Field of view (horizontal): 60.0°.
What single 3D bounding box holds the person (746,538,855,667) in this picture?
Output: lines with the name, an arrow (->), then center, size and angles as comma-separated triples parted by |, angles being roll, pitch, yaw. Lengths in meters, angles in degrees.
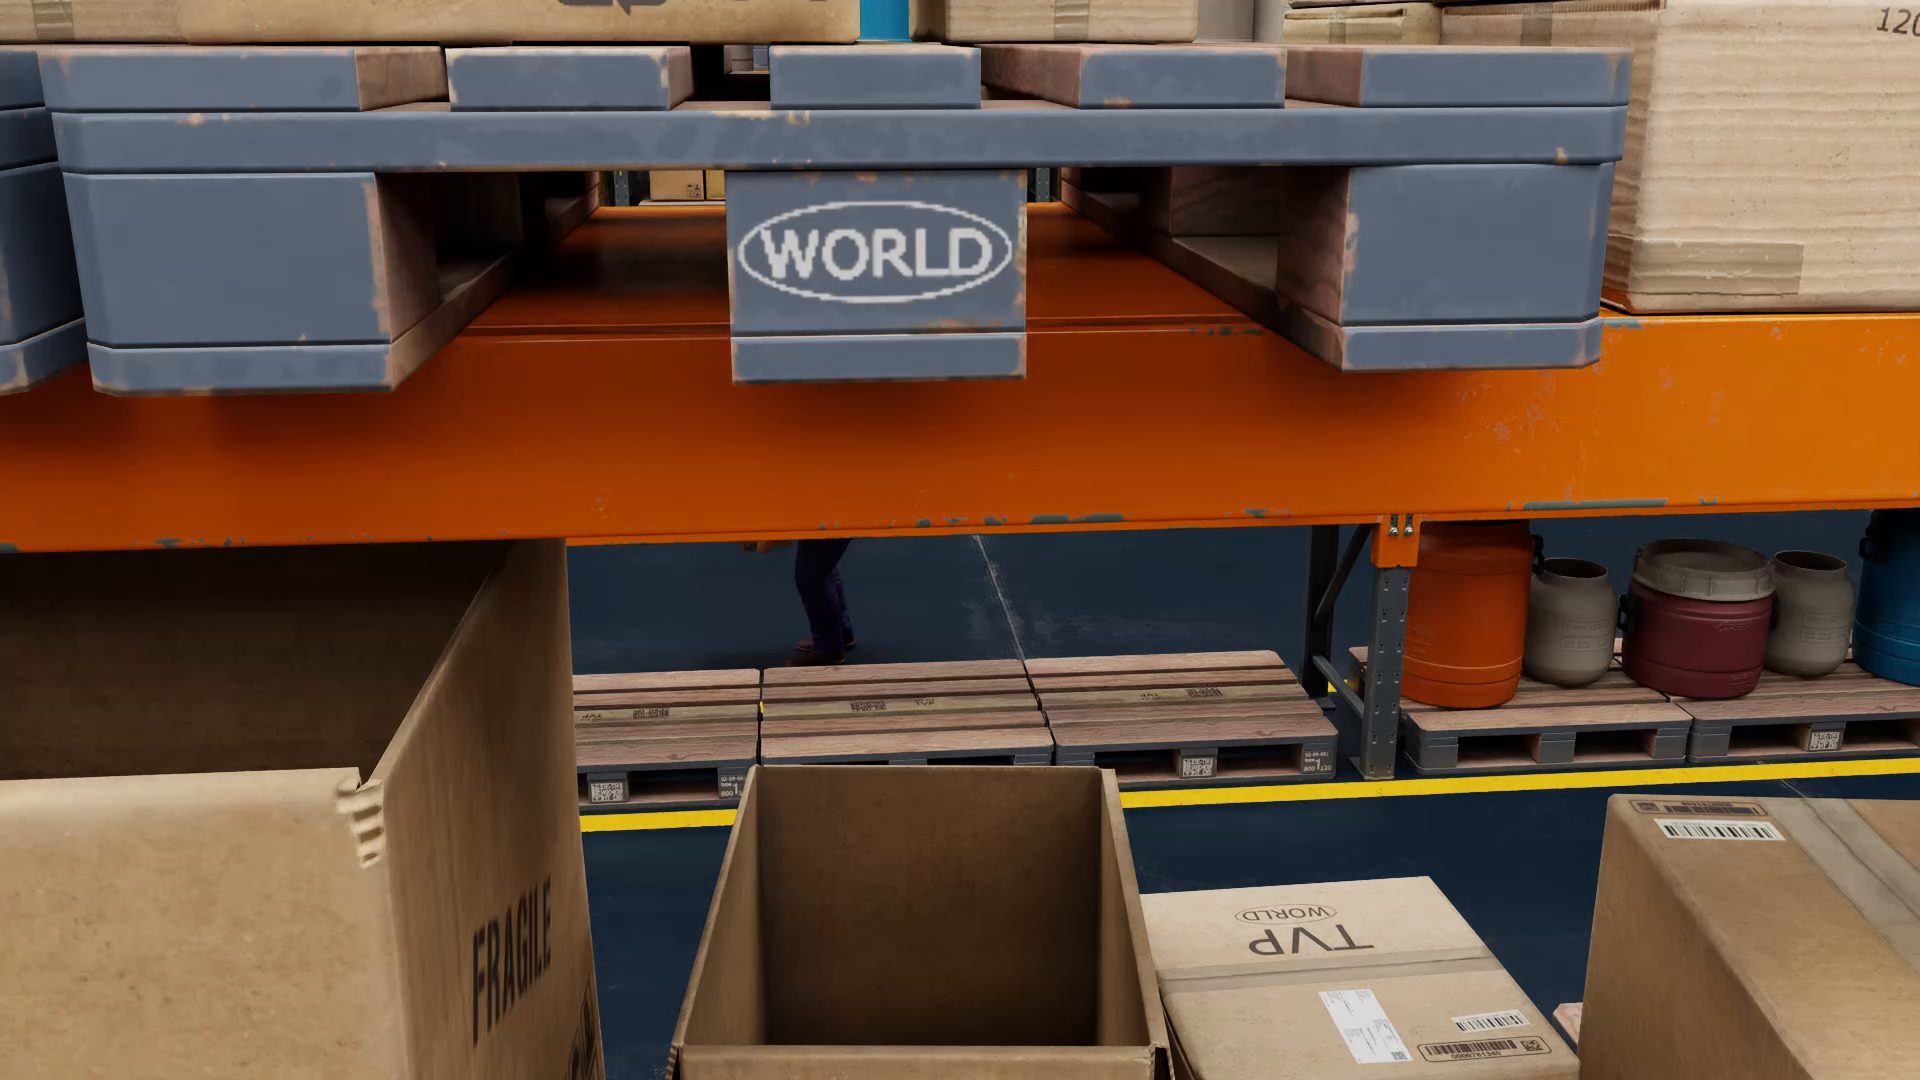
person -> -0.787, -0.104, 8.211 | 0.674, 1.482, 0.437 | -2, 17, -7
